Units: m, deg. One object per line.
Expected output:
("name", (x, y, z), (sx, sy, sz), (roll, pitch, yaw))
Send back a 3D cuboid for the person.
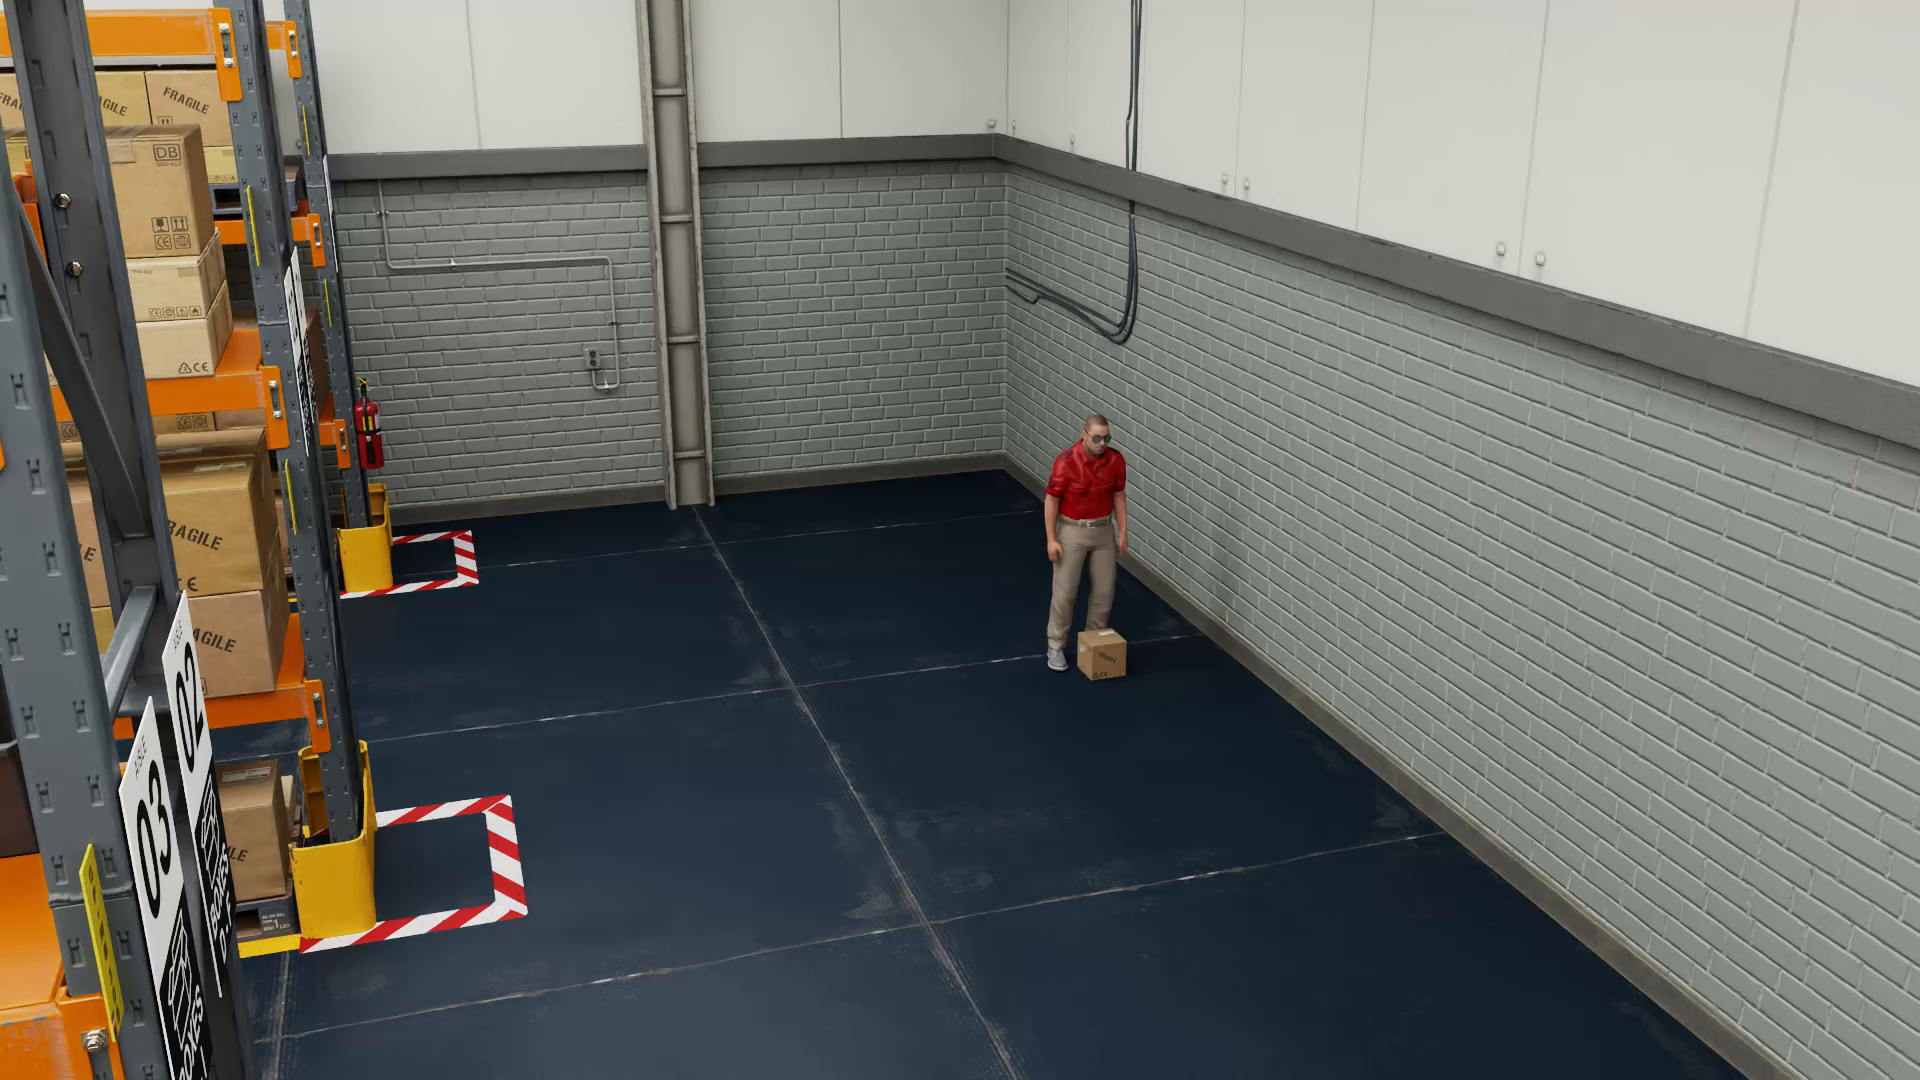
("person", (0.848, -0.010, 11.116), (0.593, 1.726, 0.389), (-7, 20, -18))
